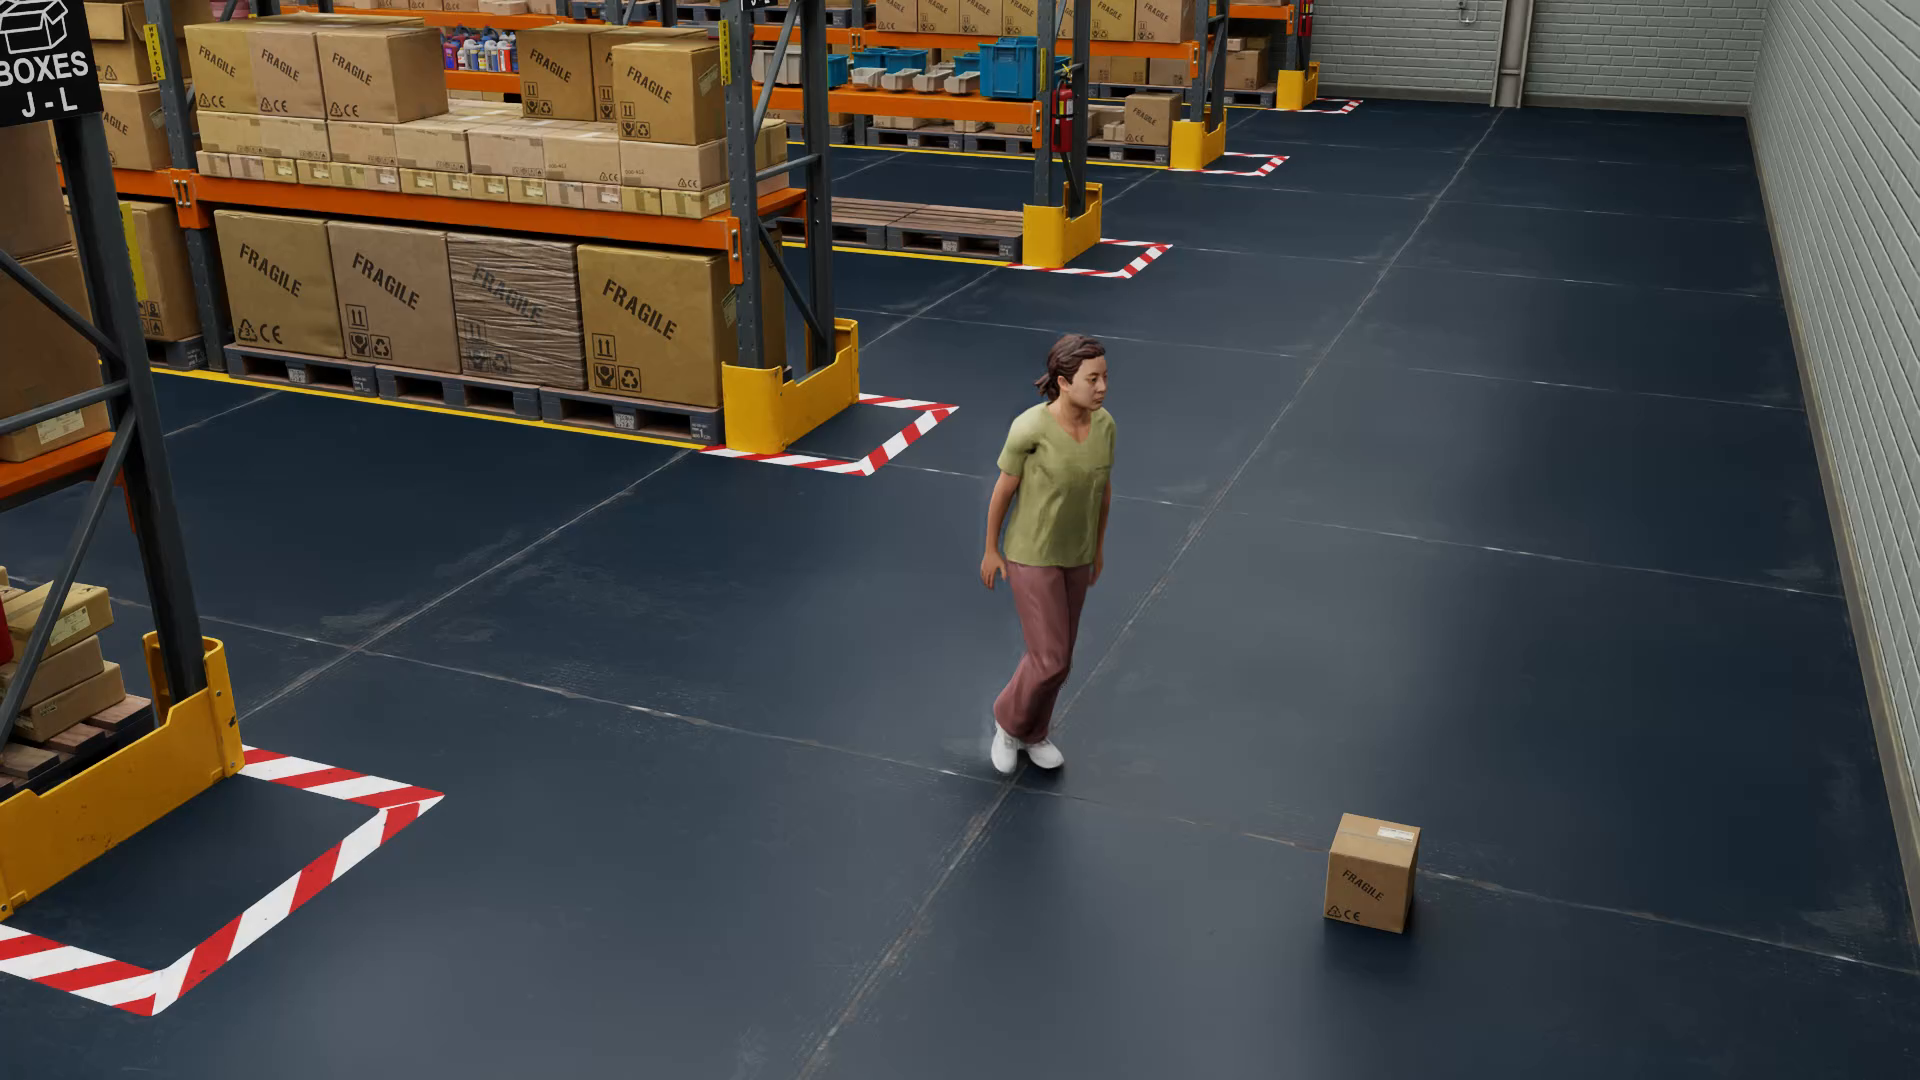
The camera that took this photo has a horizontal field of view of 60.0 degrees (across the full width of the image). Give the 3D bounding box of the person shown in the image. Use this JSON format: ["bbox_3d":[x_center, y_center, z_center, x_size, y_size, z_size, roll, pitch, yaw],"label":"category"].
[{"bbox_3d":[0.335,0.068,5.895,0.487,1.656,0.472,-15,27,-32],"label":"person"}]
